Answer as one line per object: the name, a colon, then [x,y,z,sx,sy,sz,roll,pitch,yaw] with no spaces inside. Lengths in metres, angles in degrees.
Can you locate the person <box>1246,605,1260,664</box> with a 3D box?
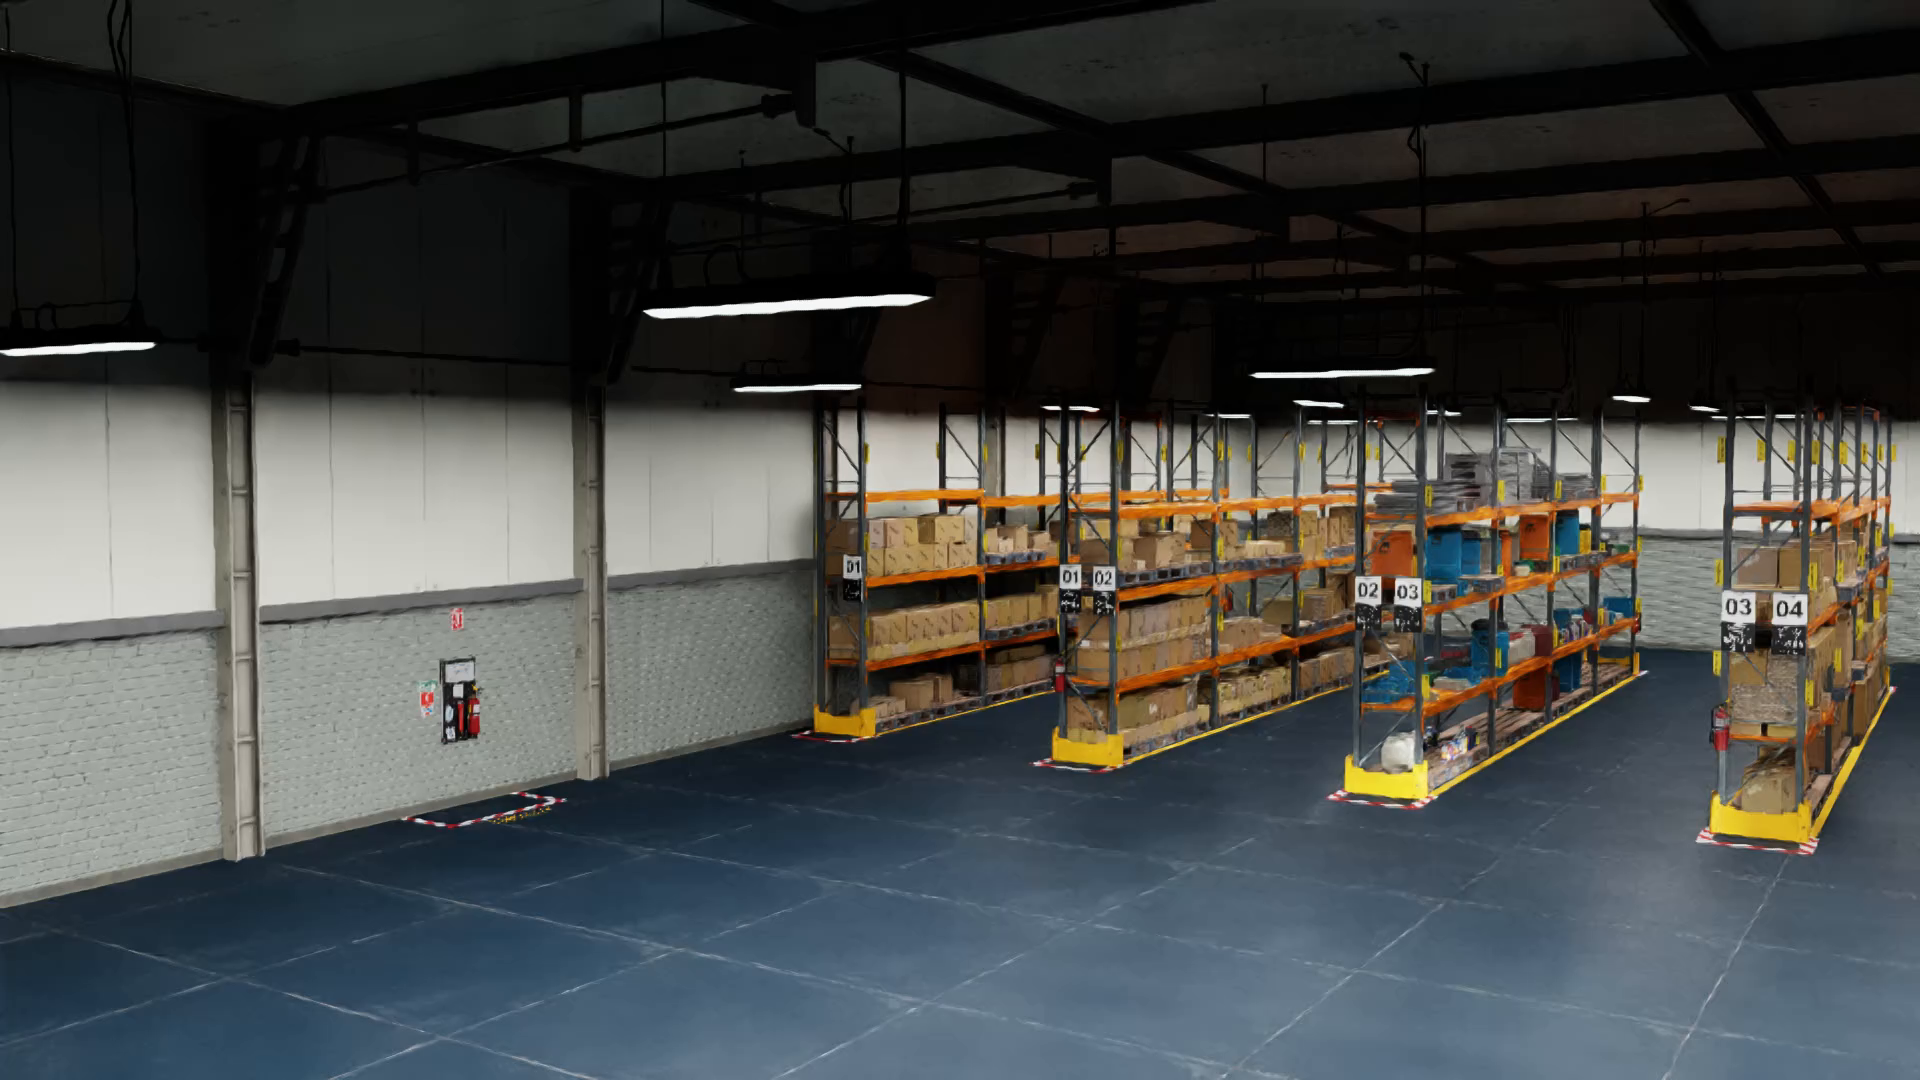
person: [6.394,2.227,36.709,0.524,1.677,0.459,-2,3,-27]
